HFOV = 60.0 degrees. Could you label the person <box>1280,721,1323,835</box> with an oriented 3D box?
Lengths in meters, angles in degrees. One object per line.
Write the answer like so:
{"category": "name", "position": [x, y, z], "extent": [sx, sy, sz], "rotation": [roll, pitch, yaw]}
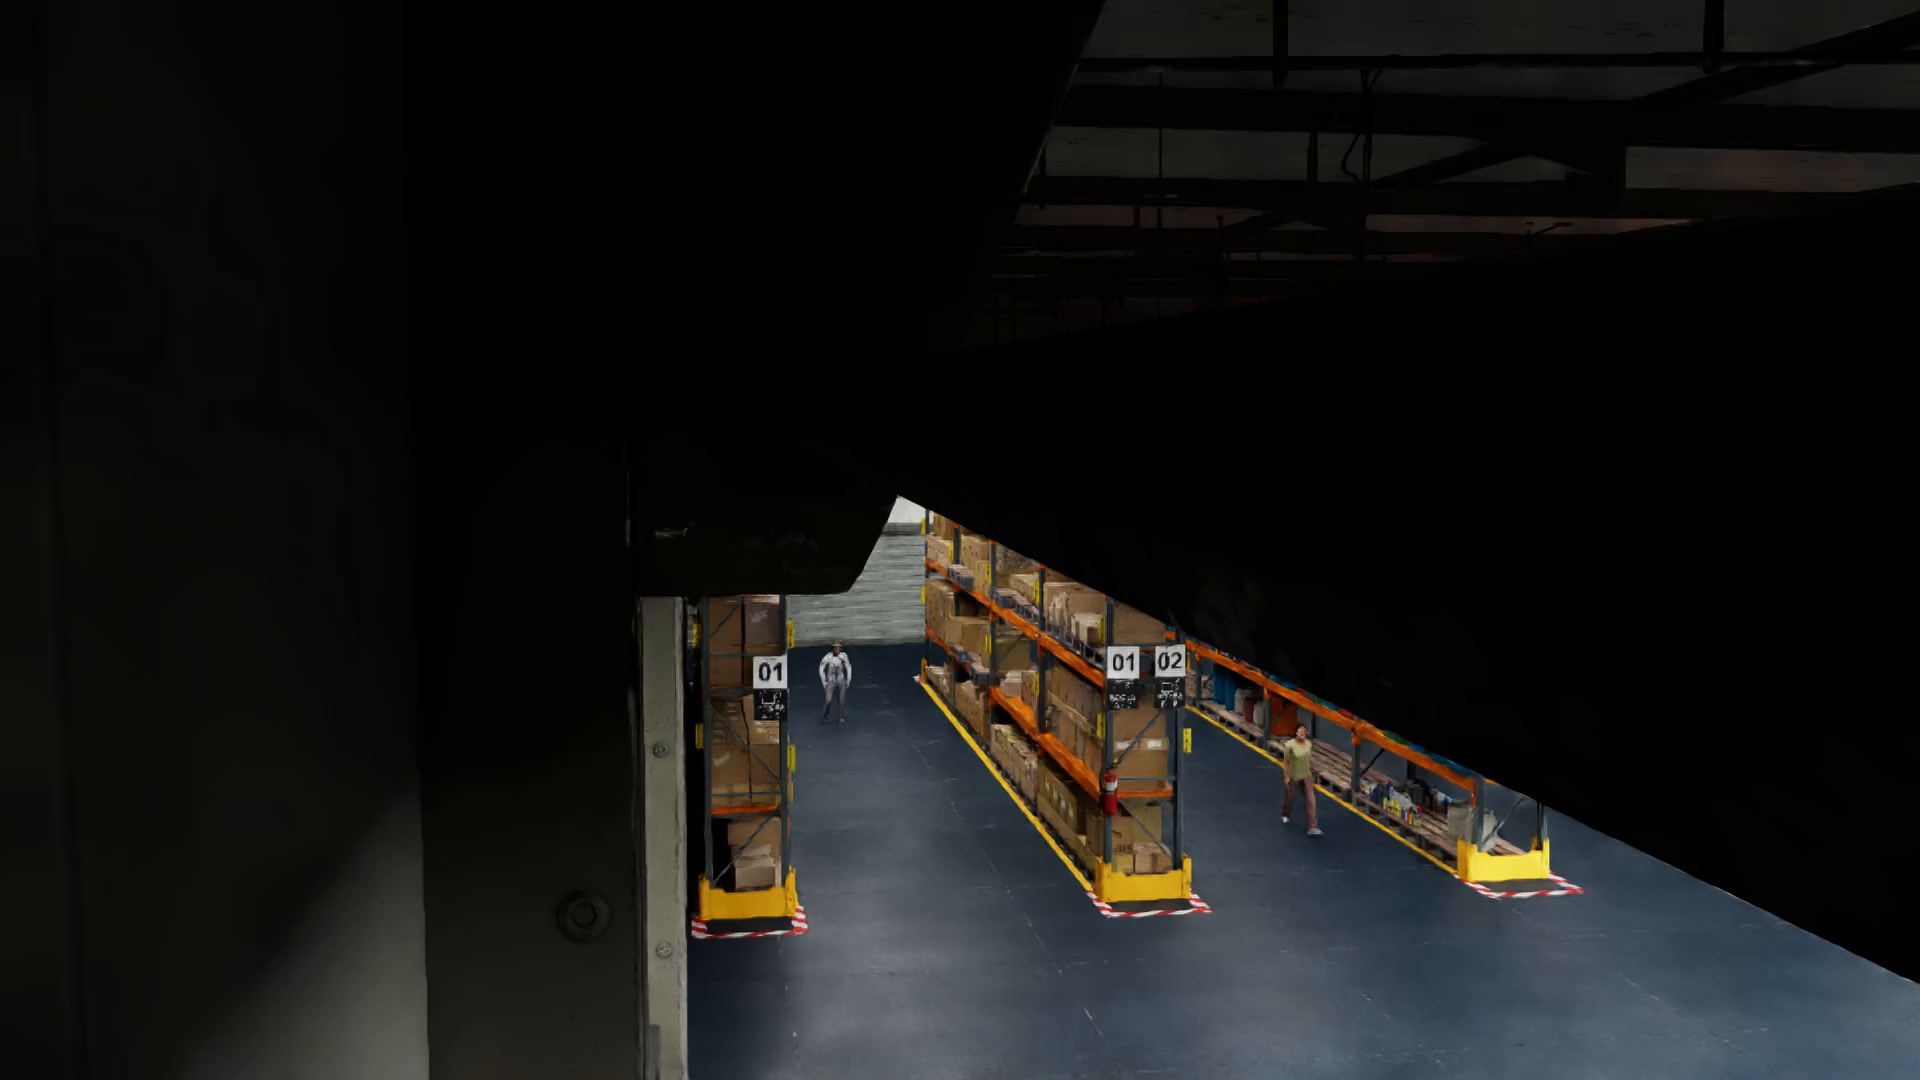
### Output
{"category": "person", "position": [4.887, 3.401, 24.092], "extent": [0.448, 1.590, 1.031], "rotation": [-1, 5, -7]}

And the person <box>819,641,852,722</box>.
{"category": "person", "position": [-2.397, 2.713, 31.976], "extent": [0.639, 1.632, 0.512], "rotation": [-1, 5, -12]}
